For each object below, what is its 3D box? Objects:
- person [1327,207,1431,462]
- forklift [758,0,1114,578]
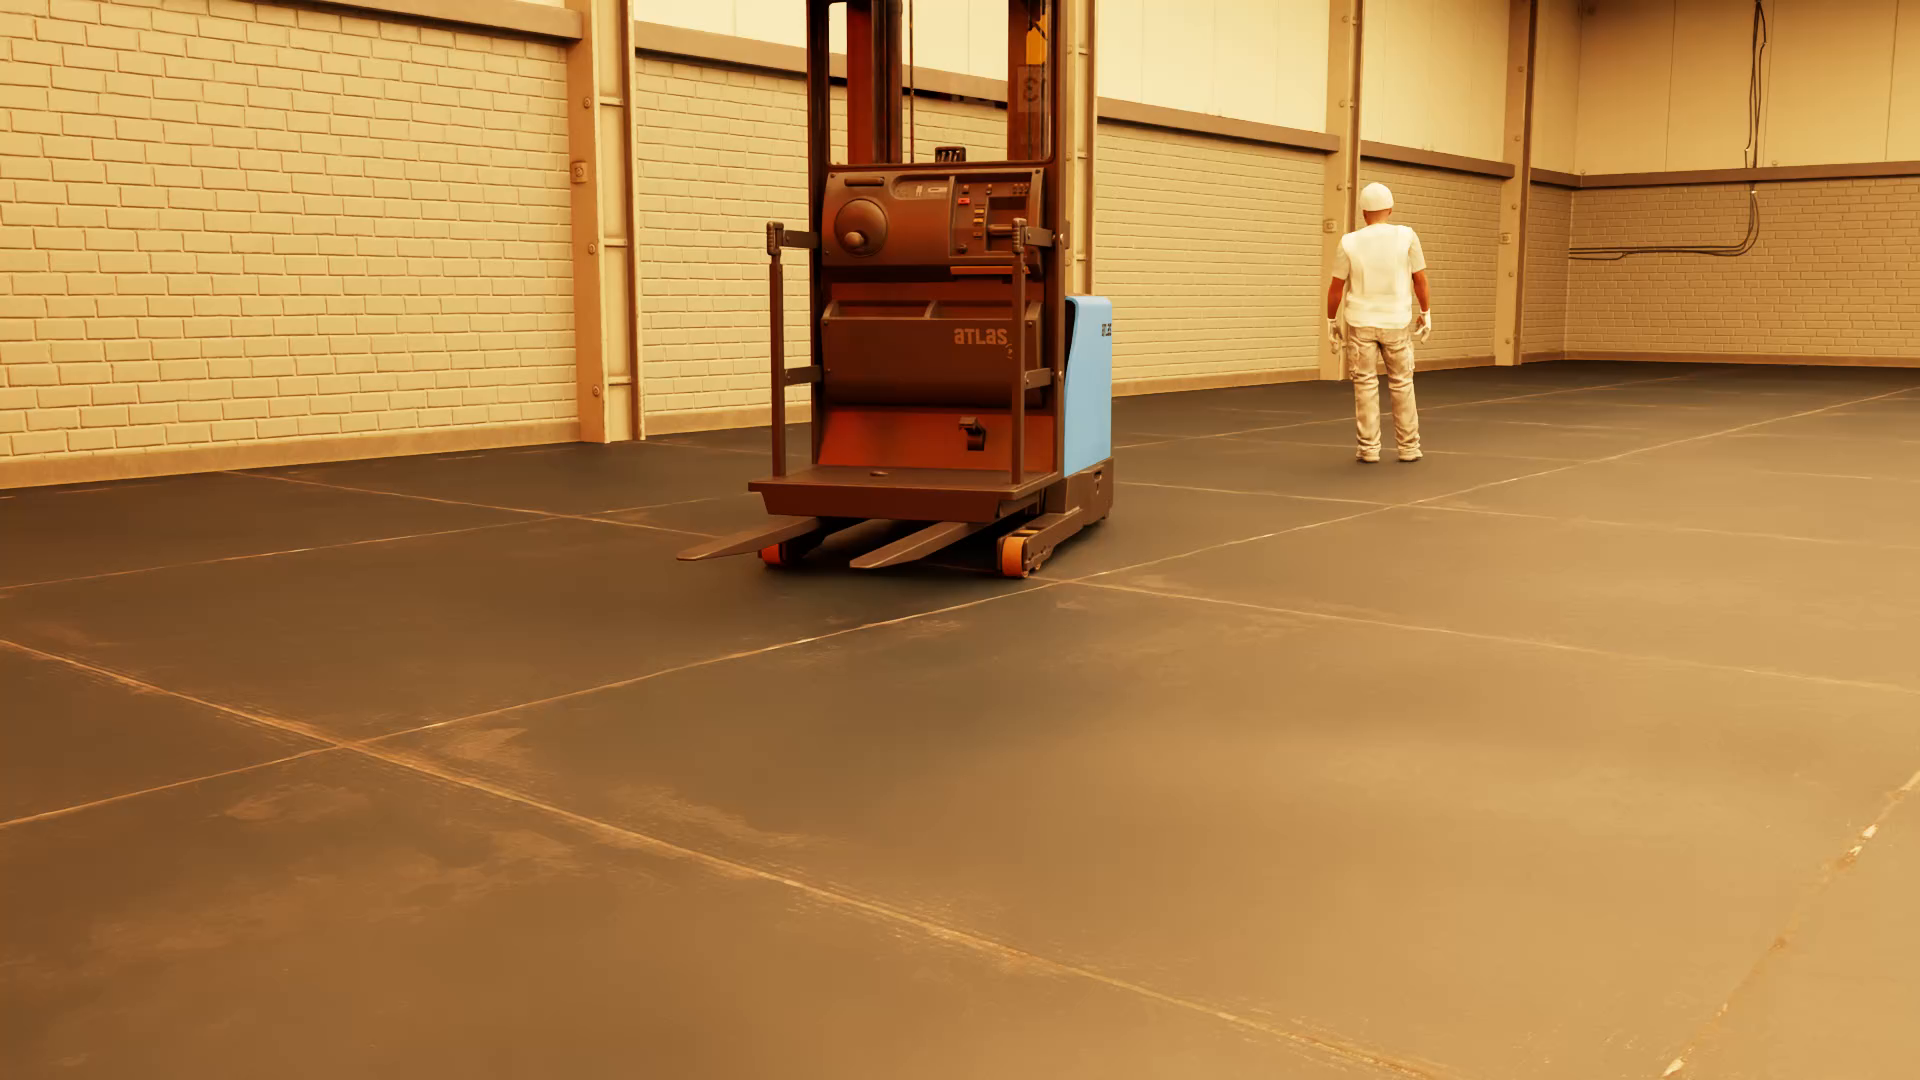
[{"bbox_3d":[2.723,-1.390,10.822,0.657,1.745,0.577,2,9,12],"label":"person"},{"bbox_3d":[-0.176,-1.366,6.616,1.130,2.935,3.031,3,9,17],"label":"forklift"}]
